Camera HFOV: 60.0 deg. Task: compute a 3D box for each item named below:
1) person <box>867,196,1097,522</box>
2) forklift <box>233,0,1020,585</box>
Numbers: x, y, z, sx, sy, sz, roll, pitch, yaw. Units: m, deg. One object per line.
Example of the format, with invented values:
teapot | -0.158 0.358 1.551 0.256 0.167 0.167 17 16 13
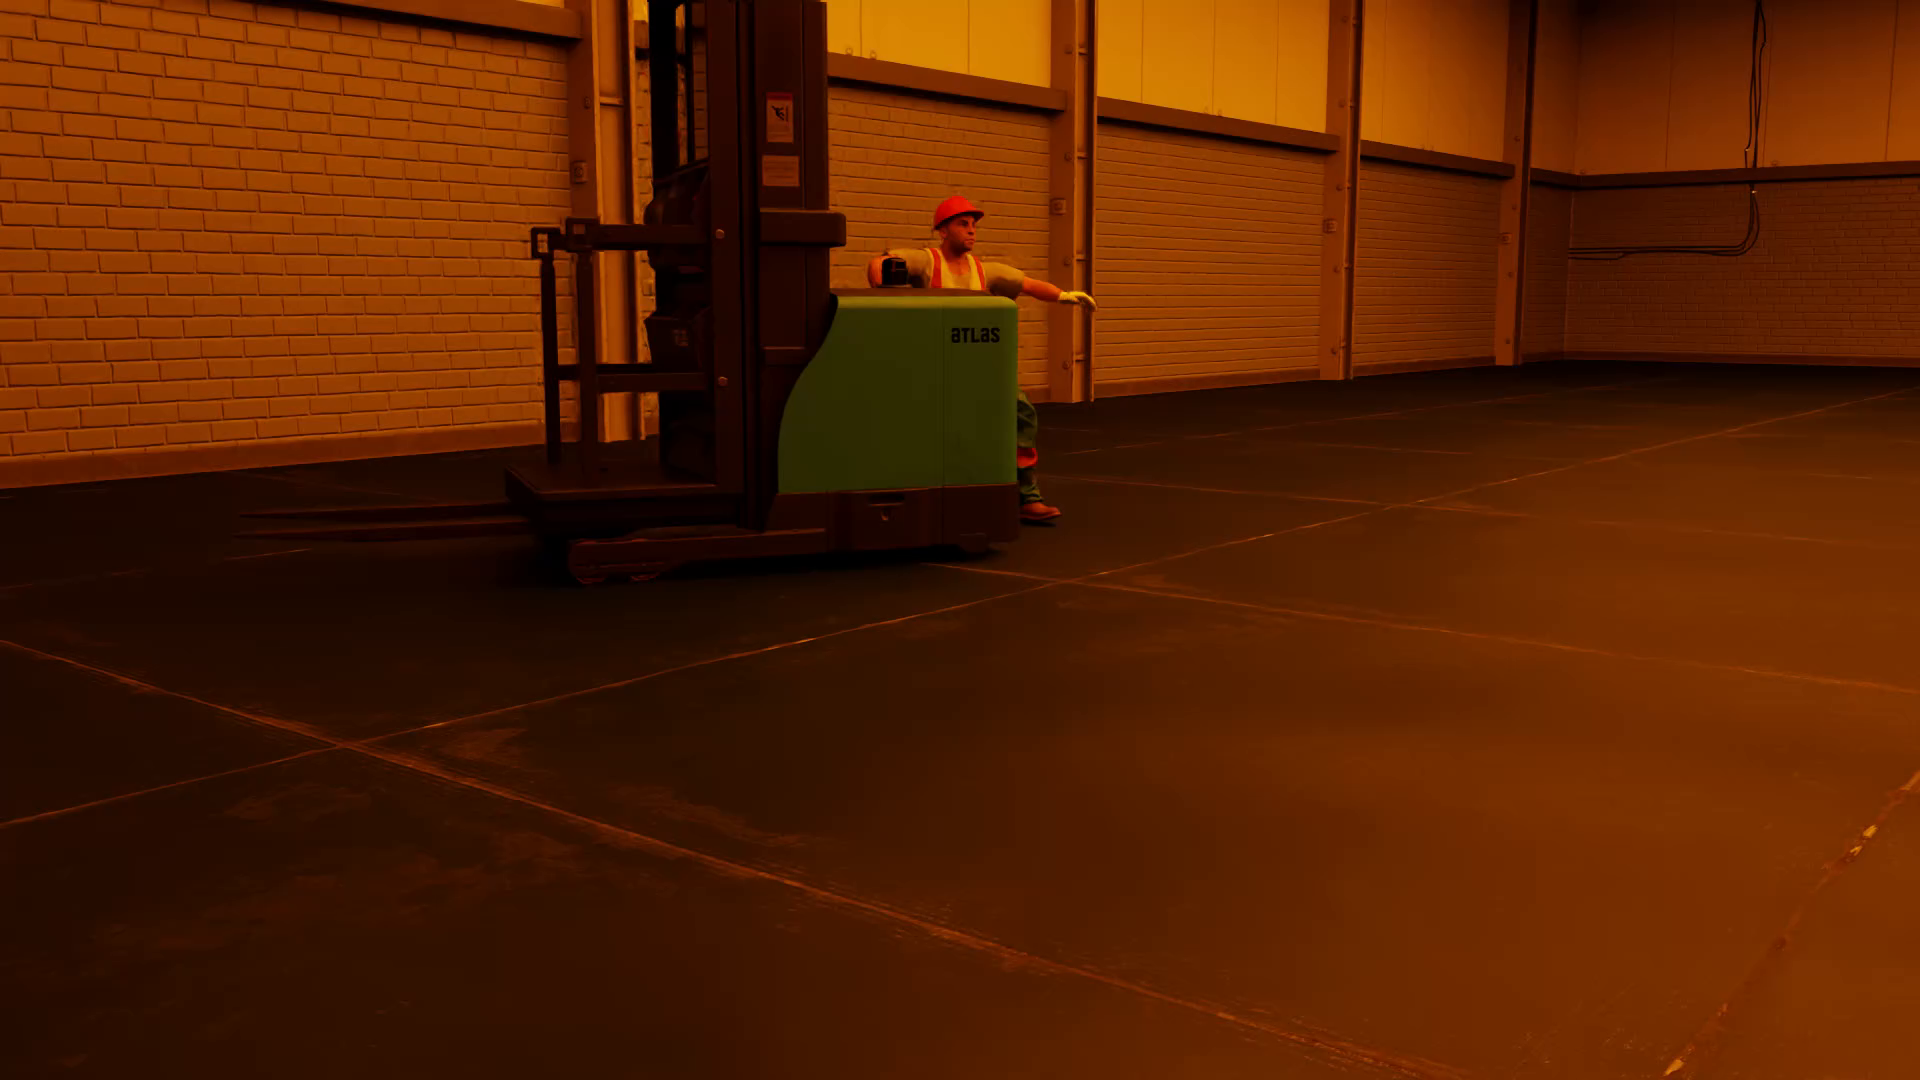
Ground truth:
person | 0.085 -0.862 7.946 1.133 1.564 0.860 -7 11 -41
forklift | -1.318 -1.369 6.636 3.031 2.935 1.130 -3 9 -21
